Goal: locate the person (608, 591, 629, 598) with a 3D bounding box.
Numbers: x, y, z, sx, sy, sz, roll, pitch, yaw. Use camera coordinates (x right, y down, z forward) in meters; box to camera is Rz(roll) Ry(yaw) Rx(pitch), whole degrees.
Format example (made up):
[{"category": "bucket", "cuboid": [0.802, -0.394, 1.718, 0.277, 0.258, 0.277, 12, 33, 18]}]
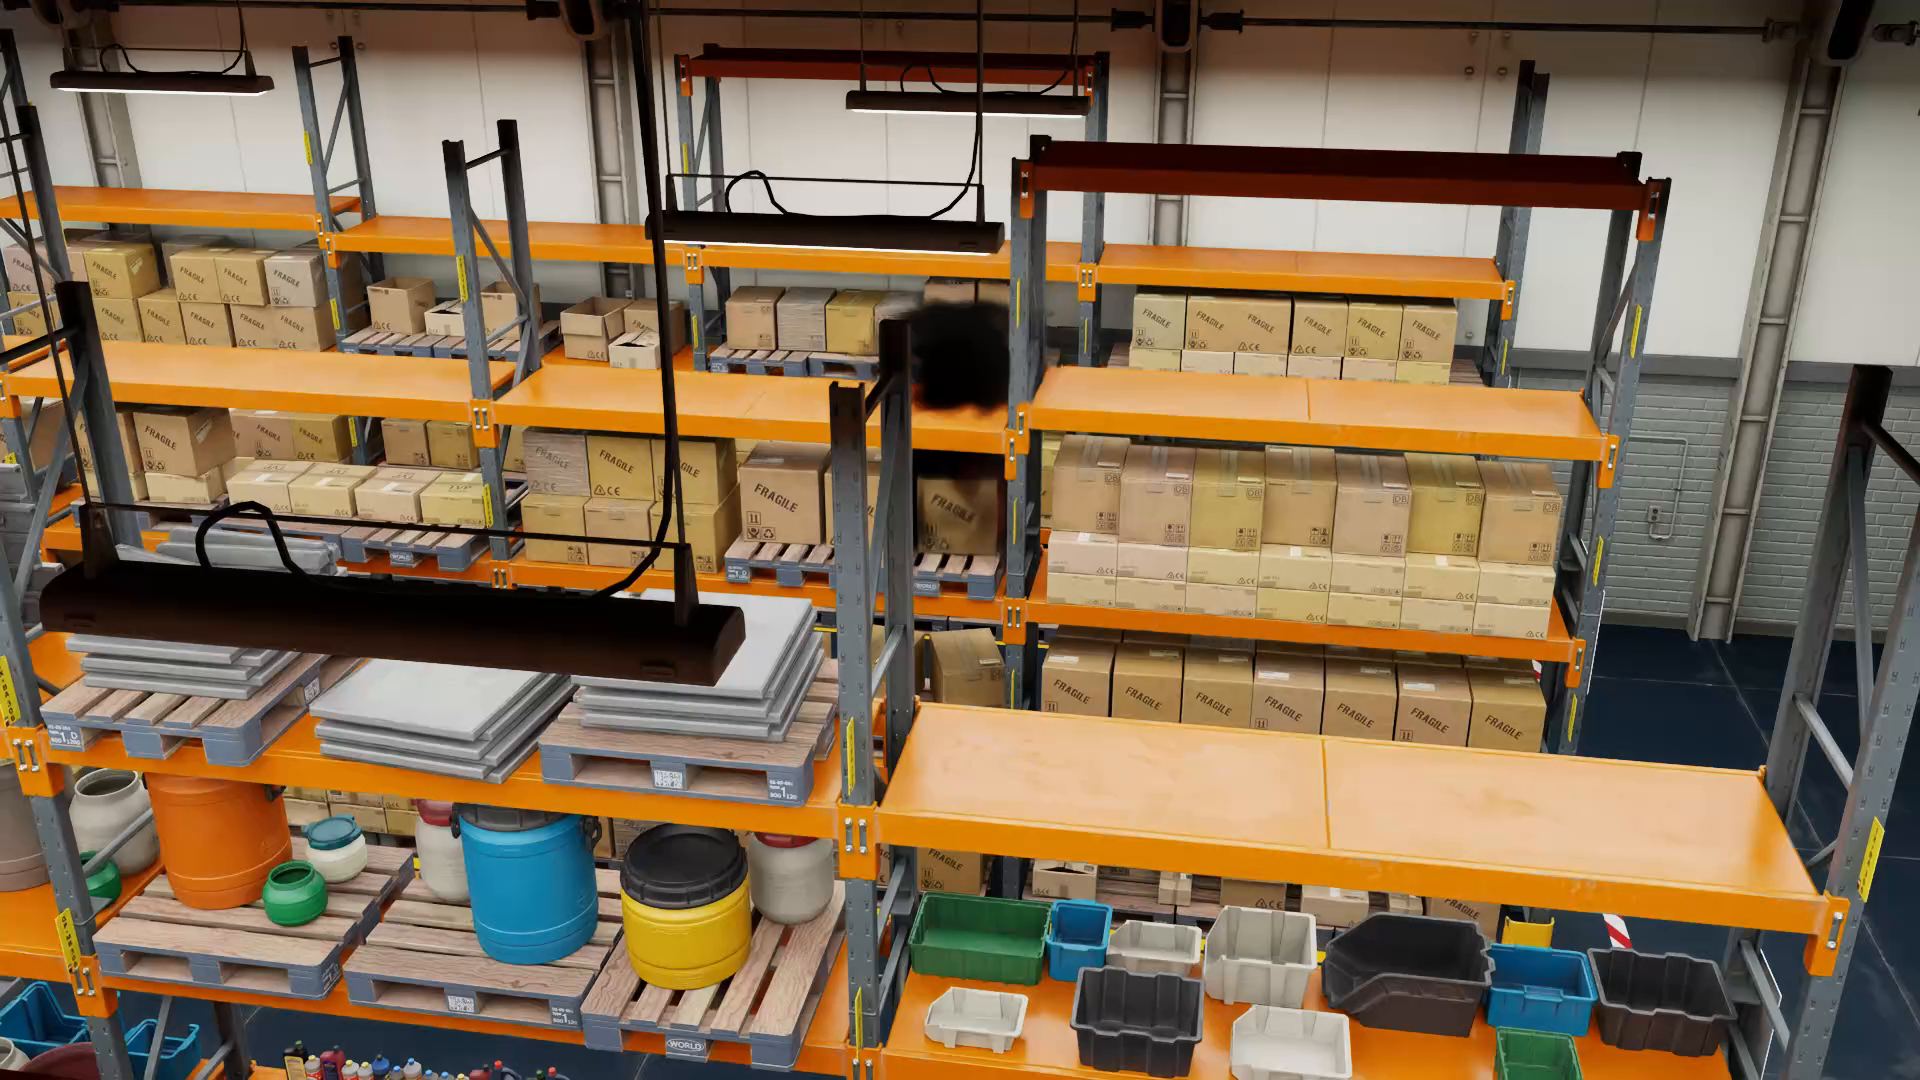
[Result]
[{"category": "person", "cuboid": [-3.159, 0.985, 15.870, 0.671, 1.716, 0.688, 0, 23, -1]}]
